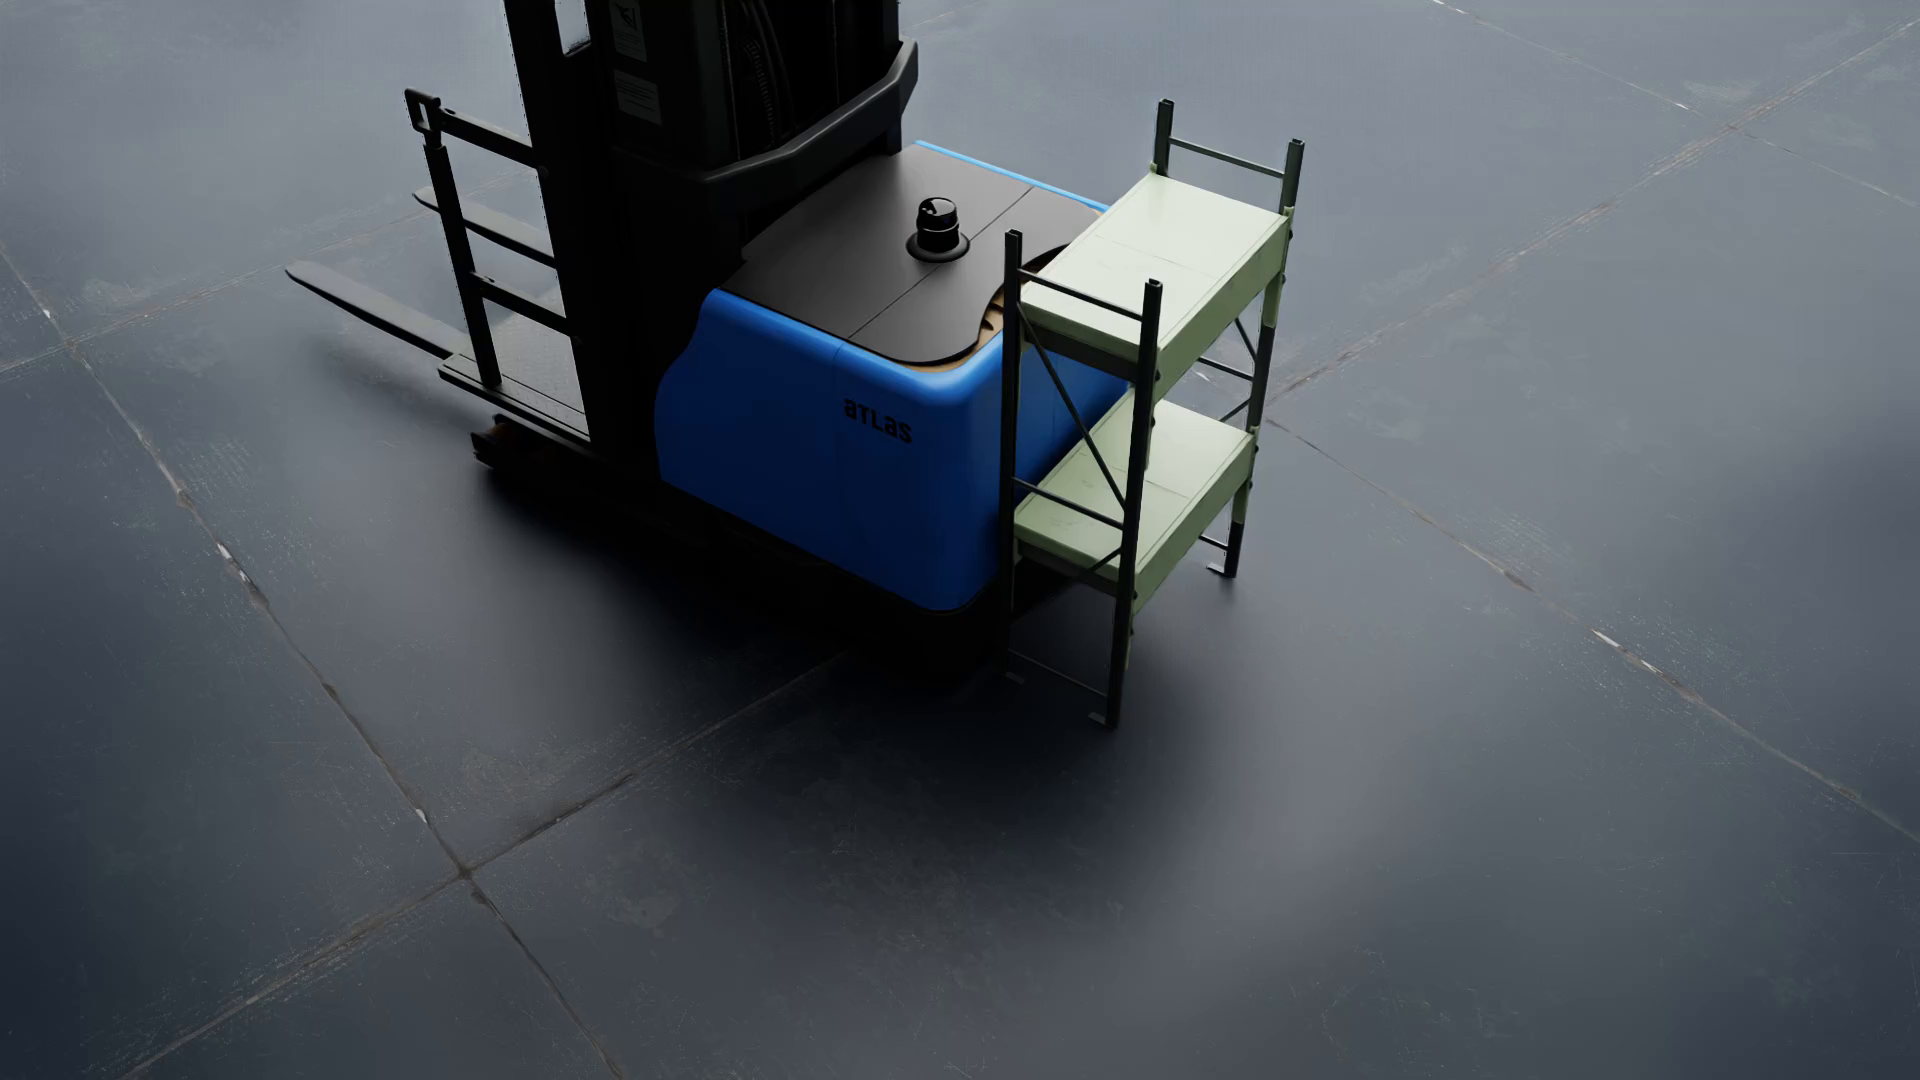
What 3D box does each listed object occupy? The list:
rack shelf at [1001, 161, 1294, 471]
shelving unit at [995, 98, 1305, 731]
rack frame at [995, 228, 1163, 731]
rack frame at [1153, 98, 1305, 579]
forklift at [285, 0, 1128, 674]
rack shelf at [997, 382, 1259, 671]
[{"bbox_3d":[0.478,-0.583,4.205,0.431,0.370,0.720,24,48,24],"label":"rack shelf"},{"bbox_3d":[0.478,-0.298,4.472,0.431,1.500,0.755,24,48,24],"label":"shelving unit"},{"bbox_3d":[0.276,-0.090,4.250,0.400,1.500,0.023,24,48,24],"label":"rack frame"},{"bbox_3d":[0.681,-0.507,4.694,0.400,1.500,0.023,24,48,24],"label":"rack frame"},{"bbox_3d":[-0.983,-1.485,4.690,3.031,2.935,1.130,25,49,24],"label":"forklift"},{"bbox_3d":[0.478,-0.061,4.695,0.431,0.370,0.720,24,48,24],"label":"rack shelf"}]
